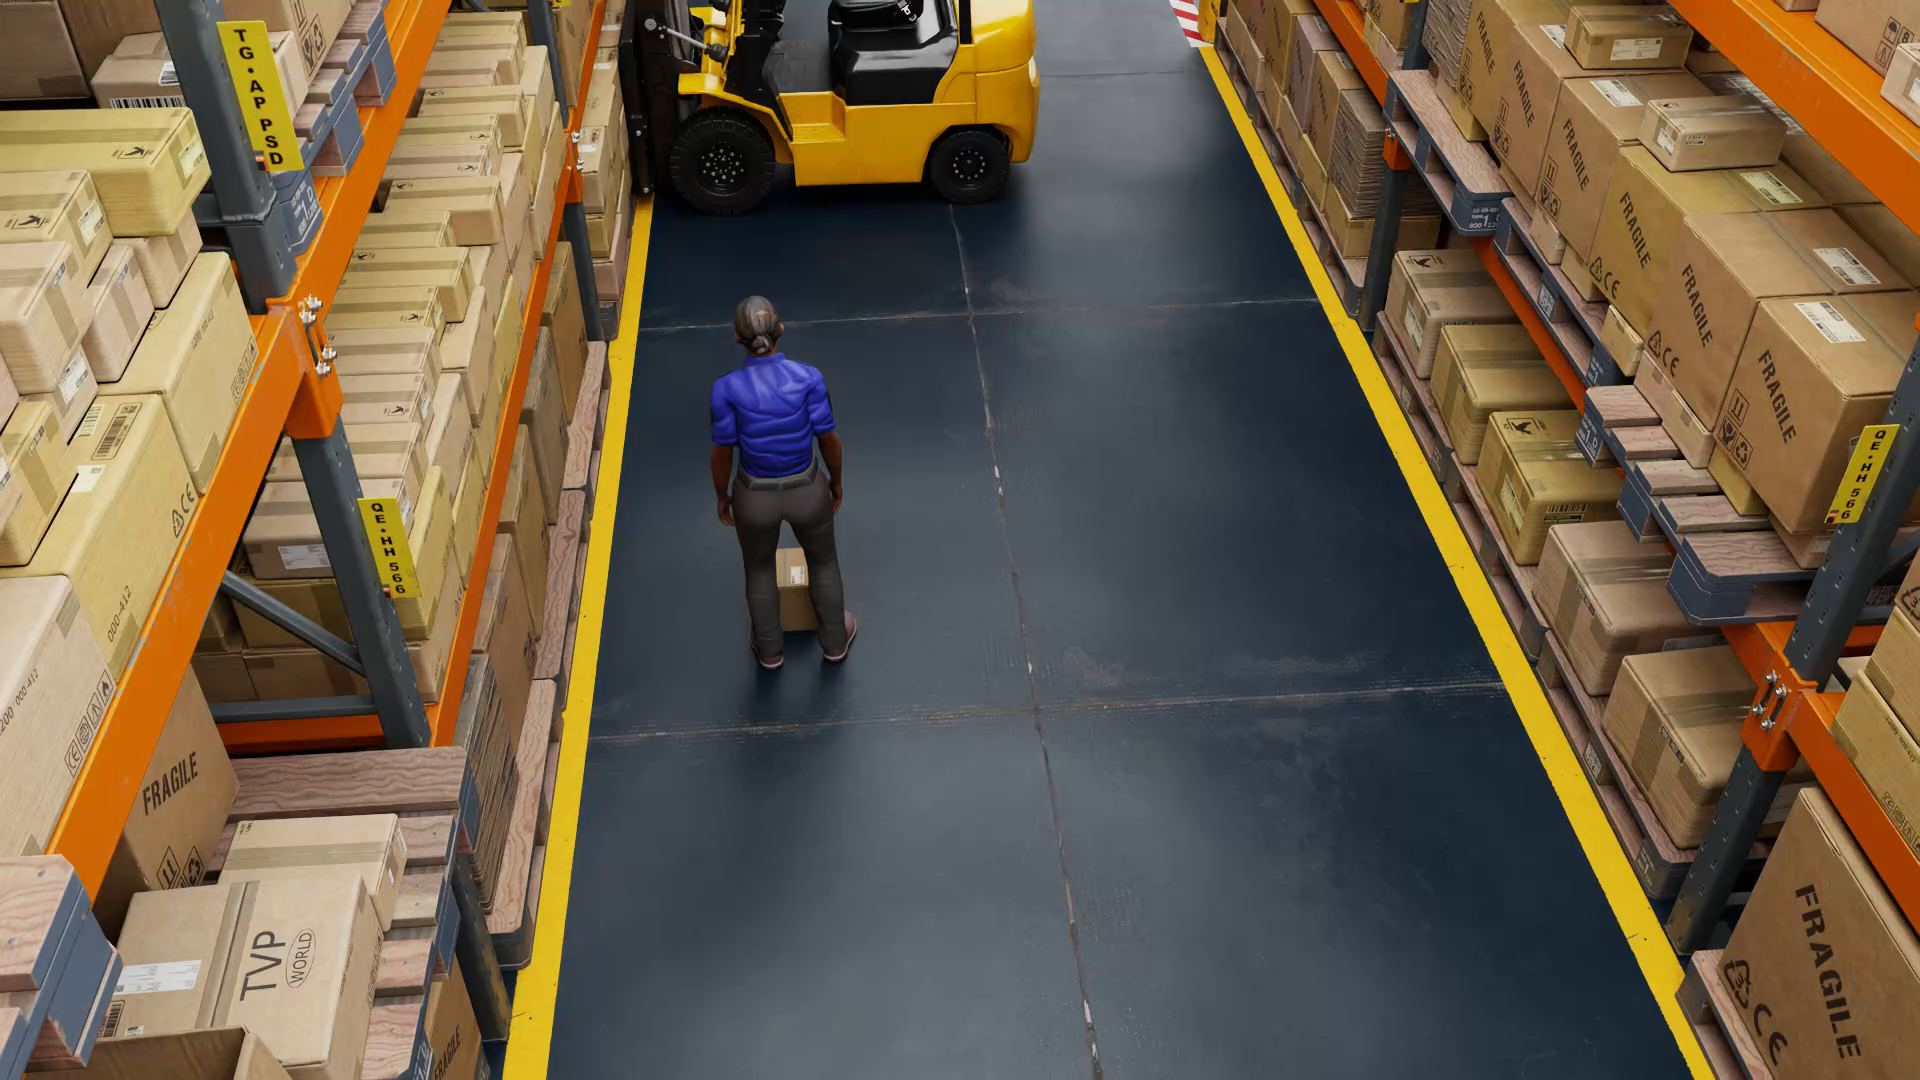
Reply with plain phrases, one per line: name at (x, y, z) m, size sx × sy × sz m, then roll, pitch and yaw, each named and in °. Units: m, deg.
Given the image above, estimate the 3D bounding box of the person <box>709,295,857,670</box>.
person at (-0.679, -0.186, 6.386) m, size 0.526 × 1.653 × 0.350 m, roll -7°, pitch 40°, yaw -8°
